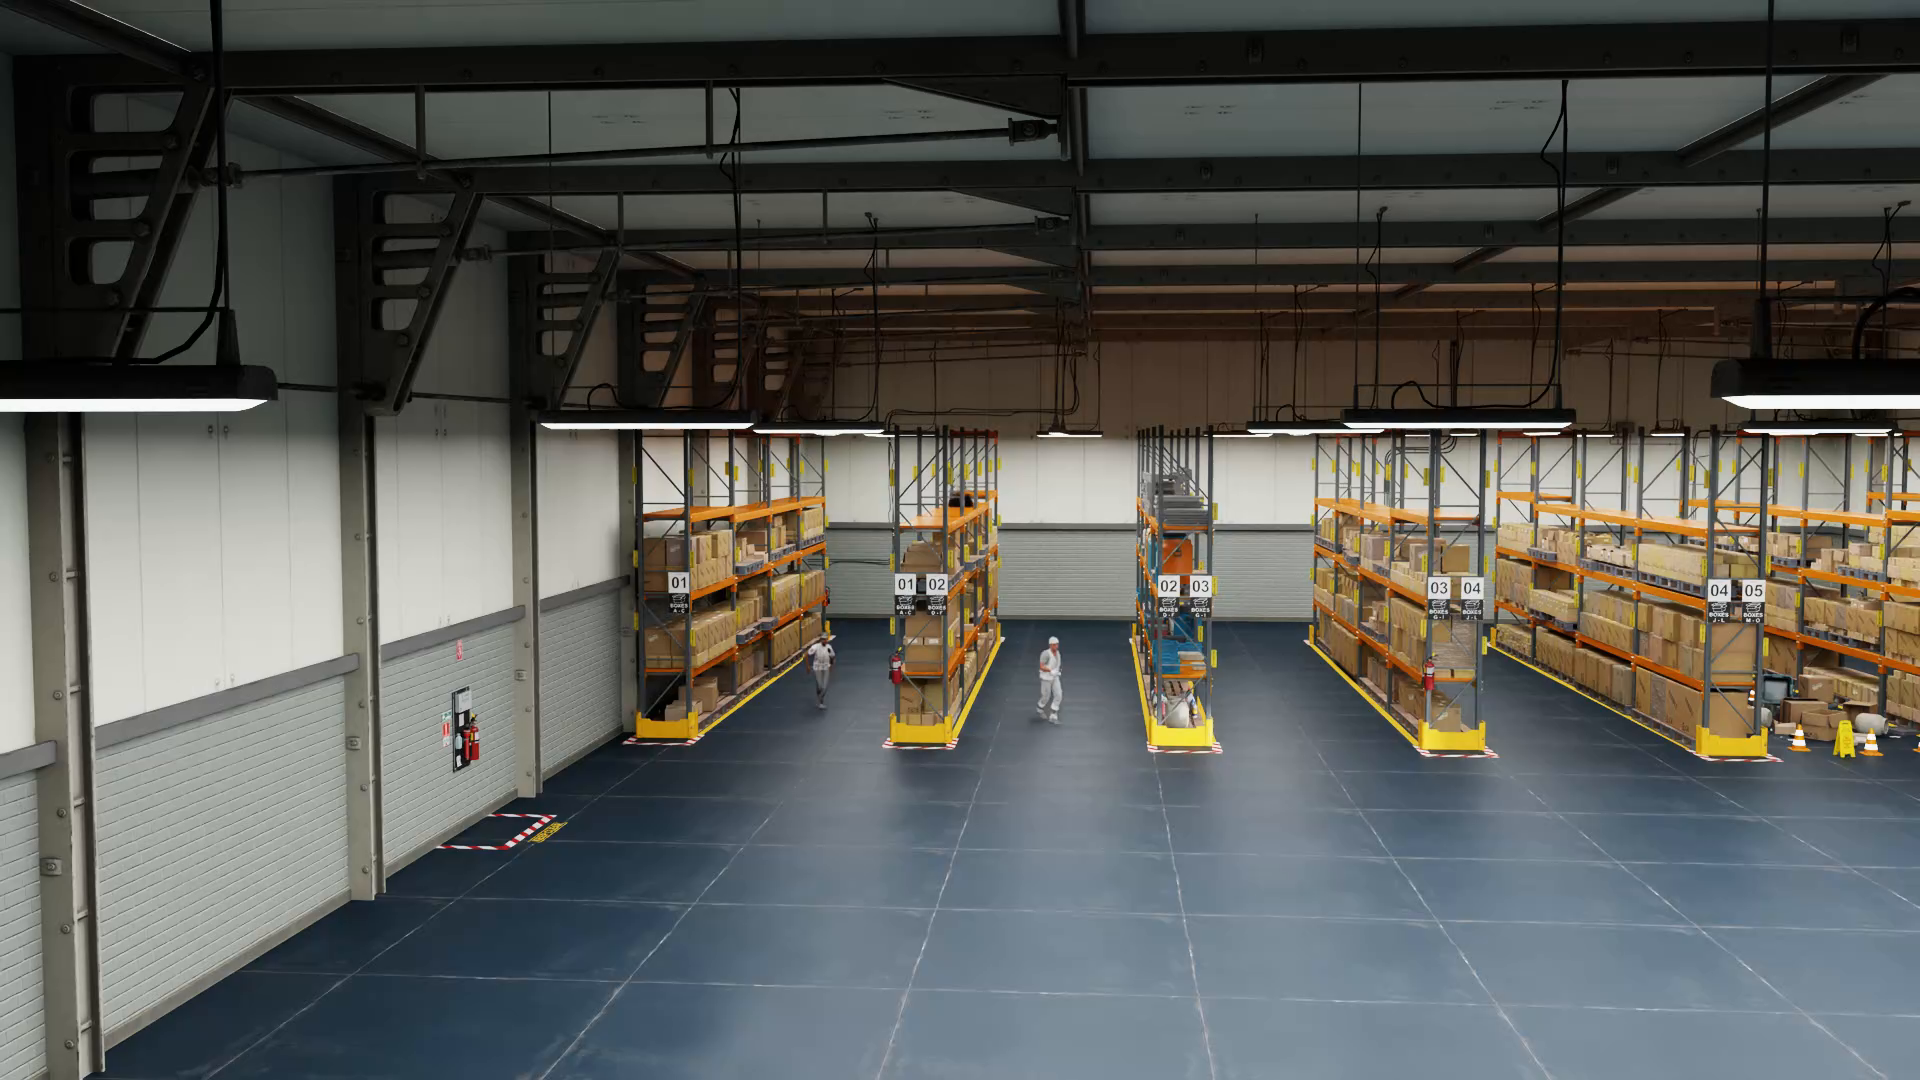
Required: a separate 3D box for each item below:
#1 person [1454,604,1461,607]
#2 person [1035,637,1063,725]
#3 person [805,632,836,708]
[{"bbox_3d":[14.090,2.036,47.076,0.625,1.709,0.689,1,4,22],"label":"person"},{"bbox_3d":[1.746,2.819,33.568,0.625,1.765,0.855,-3,4,-37],"label":"person"},{"bbox_3d":[-2.968,2.776,35.482,0.647,1.654,0.515,-1,4,-18],"label":"person"}]
